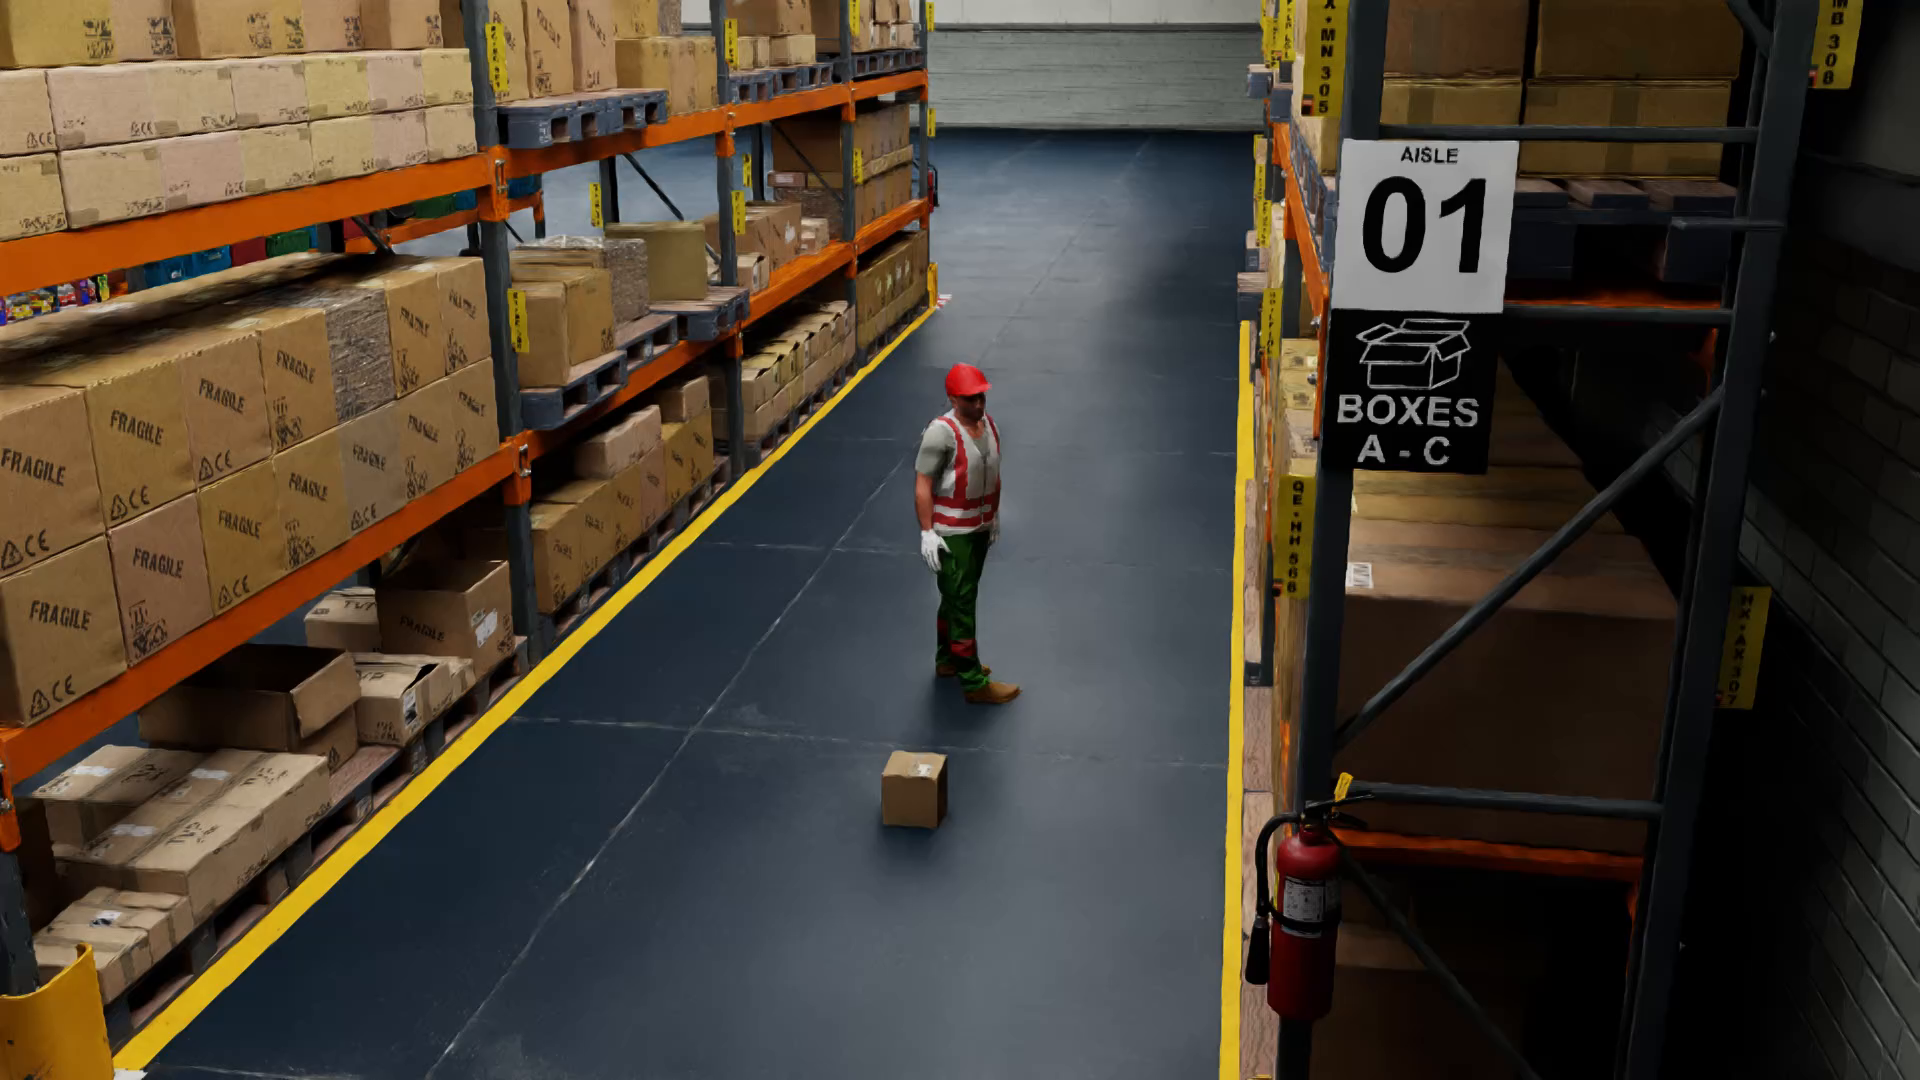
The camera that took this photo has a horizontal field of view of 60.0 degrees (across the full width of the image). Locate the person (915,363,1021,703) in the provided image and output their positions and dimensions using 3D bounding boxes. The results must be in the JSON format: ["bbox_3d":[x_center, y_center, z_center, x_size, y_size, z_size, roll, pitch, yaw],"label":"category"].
[{"bbox_3d":[0.050,-0.037,8.605,0.618,1.785,0.684,13,22,34],"label":"person"}]
